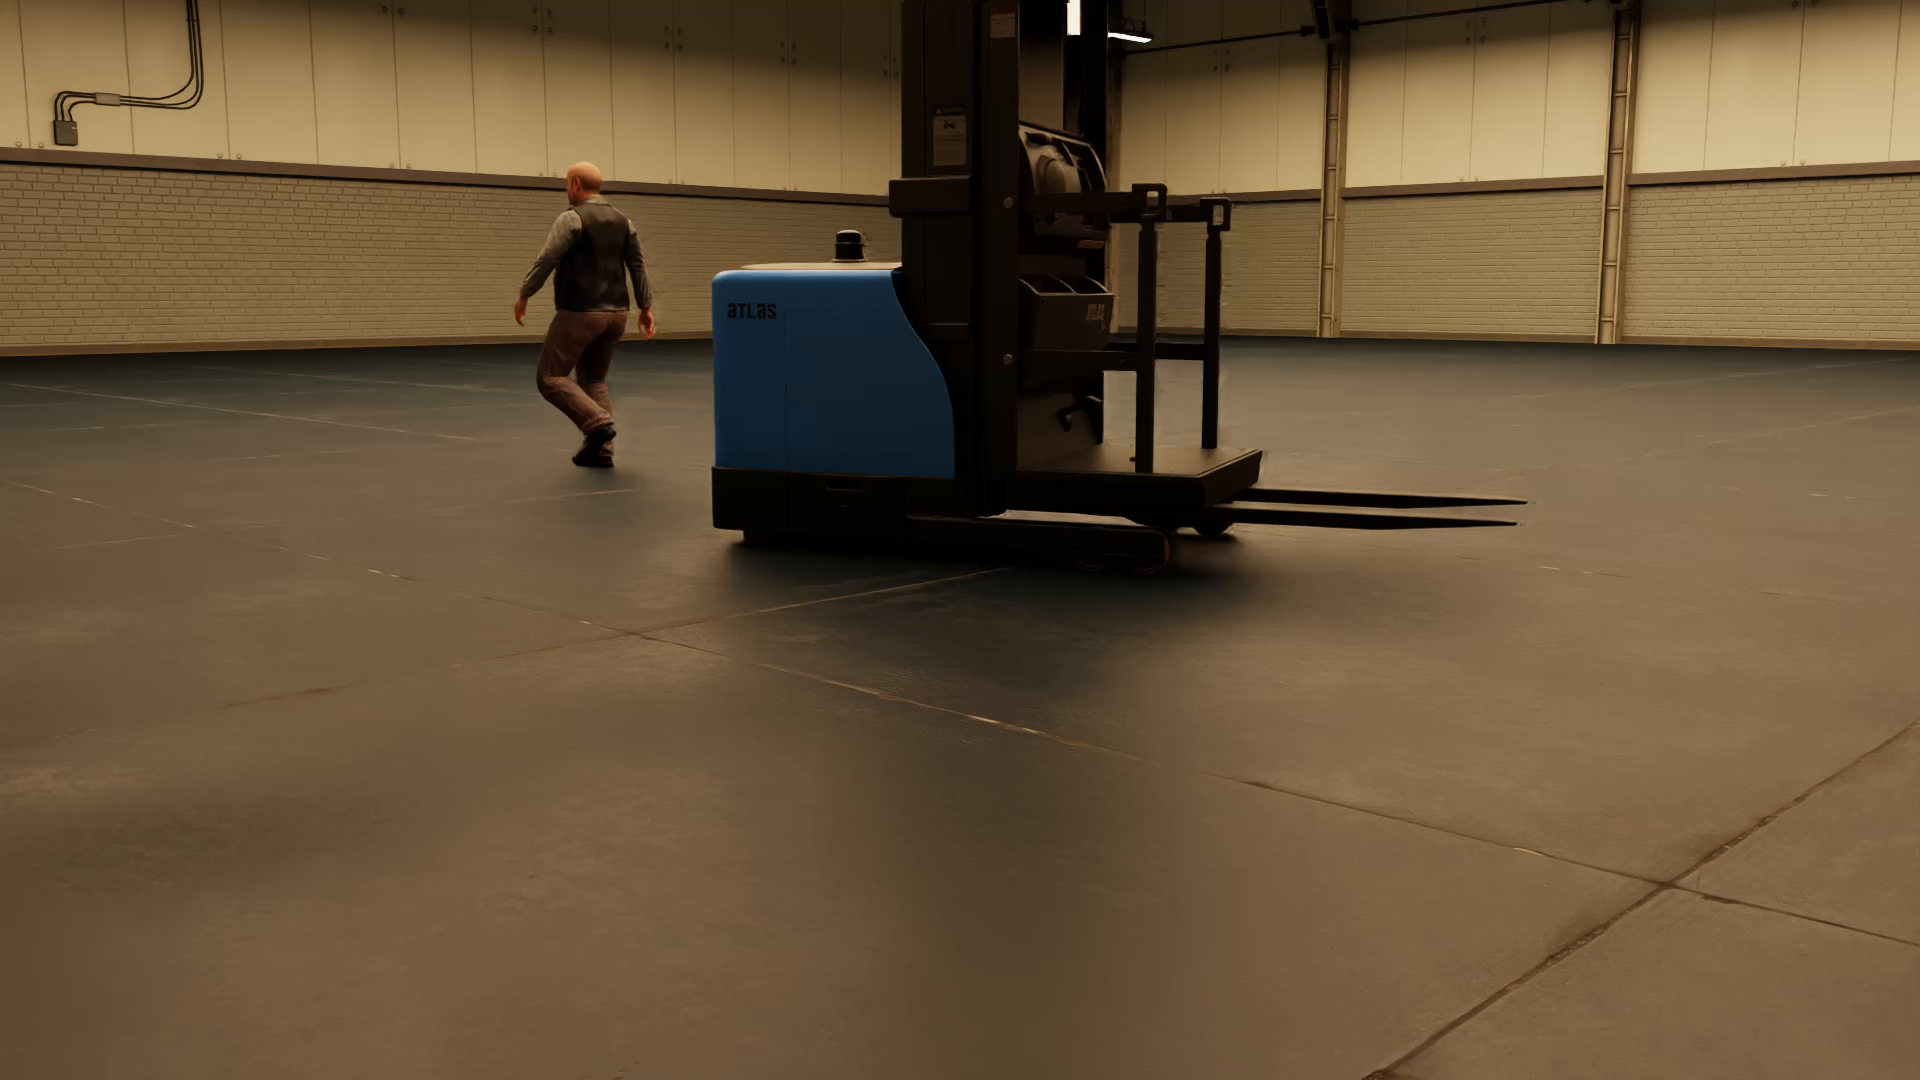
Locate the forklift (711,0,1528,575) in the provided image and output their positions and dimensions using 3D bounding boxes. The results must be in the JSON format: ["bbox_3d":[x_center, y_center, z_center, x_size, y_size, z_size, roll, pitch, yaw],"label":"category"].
[{"bbox_3d":[0.588,-1.414,6.266,3.031,2.935,1.130,3,9,22],"label":"forklift"}]

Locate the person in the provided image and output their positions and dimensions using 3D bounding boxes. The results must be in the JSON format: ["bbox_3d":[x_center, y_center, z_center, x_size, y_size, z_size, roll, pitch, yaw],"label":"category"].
[{"bbox_3d":[-2.065,-1.250,9.309,0.517,1.703,0.741,5,10,31],"label":"person"}]
